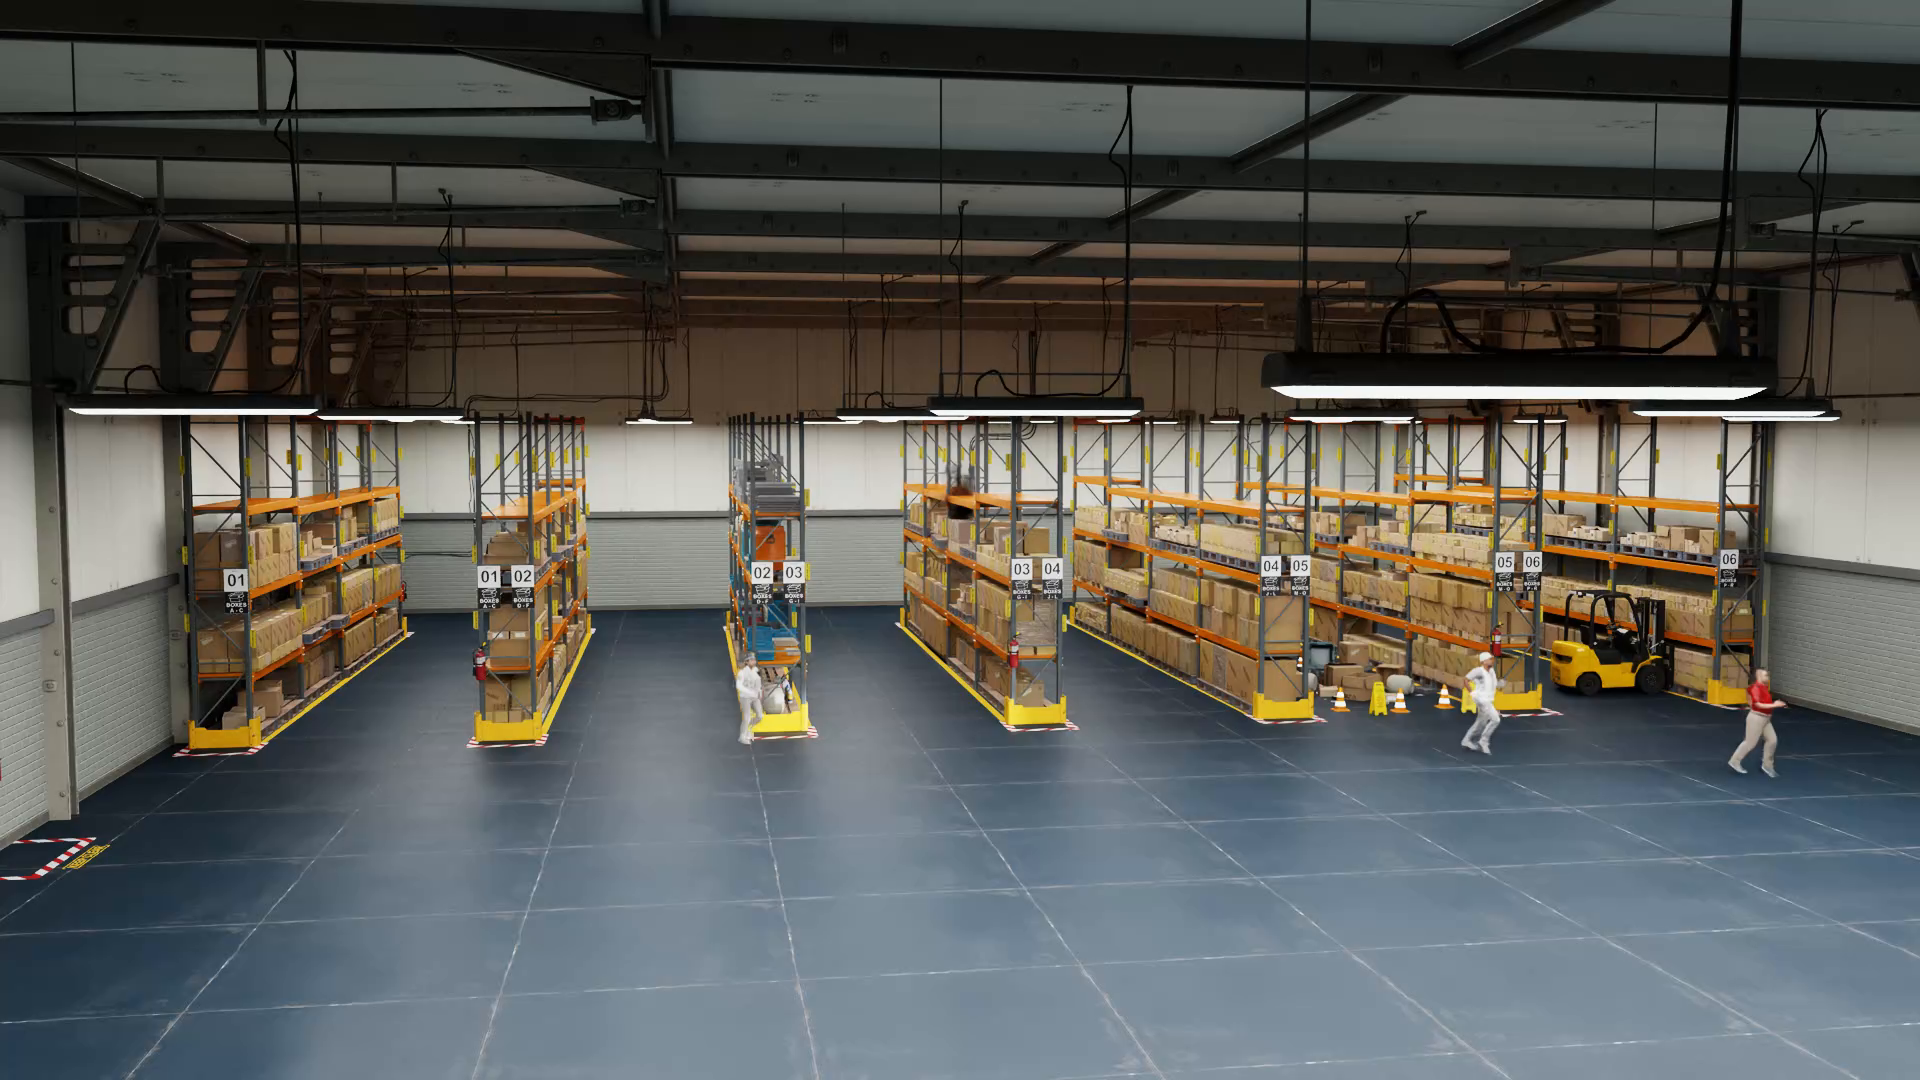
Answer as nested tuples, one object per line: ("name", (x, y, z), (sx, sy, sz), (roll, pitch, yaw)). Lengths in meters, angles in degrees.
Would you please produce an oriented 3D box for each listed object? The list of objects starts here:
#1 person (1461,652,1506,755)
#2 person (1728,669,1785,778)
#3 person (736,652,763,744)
("person", (9.206, 2.862, 29.253), (0.752, 1.802, 0.667), (3, 5, 37))
("person", (13.066, 3.014, 27.249), (0.832, 1.812, 0.652), (3, 5, 40))
("person", (-3.751, 2.853, 30.038), (0.524, 1.655, 0.658), (4, 5, 43))
